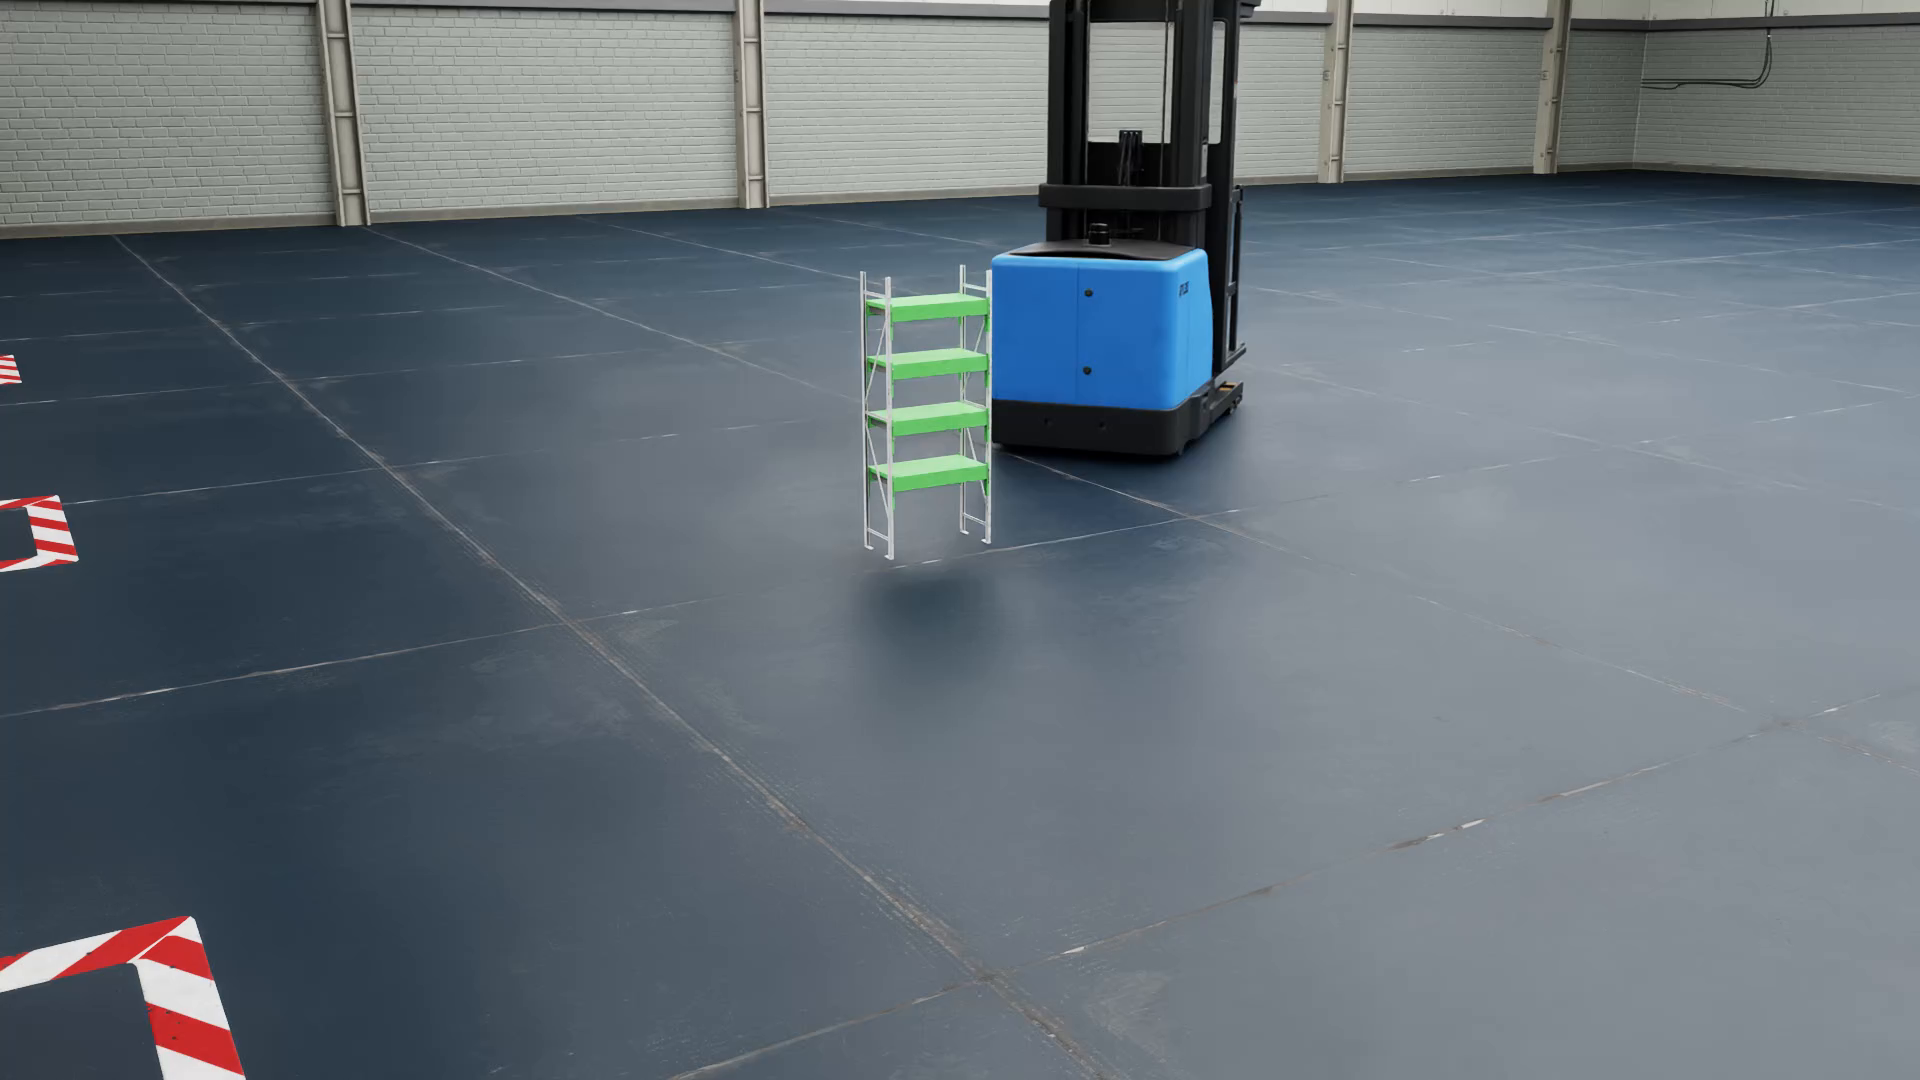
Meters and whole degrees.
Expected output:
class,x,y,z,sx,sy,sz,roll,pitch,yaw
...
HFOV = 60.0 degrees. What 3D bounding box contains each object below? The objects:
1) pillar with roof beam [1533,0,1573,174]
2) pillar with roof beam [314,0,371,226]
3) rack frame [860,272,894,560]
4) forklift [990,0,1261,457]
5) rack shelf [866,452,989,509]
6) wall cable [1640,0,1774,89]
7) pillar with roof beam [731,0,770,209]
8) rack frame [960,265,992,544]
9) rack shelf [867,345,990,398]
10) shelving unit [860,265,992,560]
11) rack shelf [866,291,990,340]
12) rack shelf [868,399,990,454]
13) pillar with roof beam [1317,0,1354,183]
class,x,y,z,sx,sy,sz,roll,pitch,yaw
pillar with roof beam,14.441,-11.014,30.030,0.400,9.000,9.100,-9,18,-30
pillar with roof beam,-6.131,-7.678,18.129,0.400,9.000,9.100,-9,18,-30
rack frame,-0.351,-0.521,7.045,0.015,1.200,0.240,-9,18,-30
forklift,1.123,-2.210,9.862,1.130,2.935,3.031,6,17,19
rack shelf,-0.142,-0.262,7.248,0.480,0.148,0.258,-9,18,-30
wall cable,15.431,-10.619,34.372,0.112,2.526,3.097,-9,18,-30
pillar with roof beam,-0.988,-8.512,21.104,0.400,9.000,9.100,-9,18,-30
rack frame,0.067,-0.589,7.287,0.015,1.200,0.240,-9,18,-30
rack shelf,-0.142,-0.724,7.118,0.480,0.148,0.258,-9,18,-30
shelving unit,-0.142,-0.555,7.166,0.503,1.200,0.258,-9,18,-30
rack shelf,-0.142,-0.955,7.053,0.480,0.148,0.258,-9,18,-30
rack shelf,-0.142,-0.493,7.183,0.480,0.148,0.258,-9,18,-30
pillar with roof beam,9.298,-10.180,27.055,0.400,9.000,9.100,-9,18,-30
